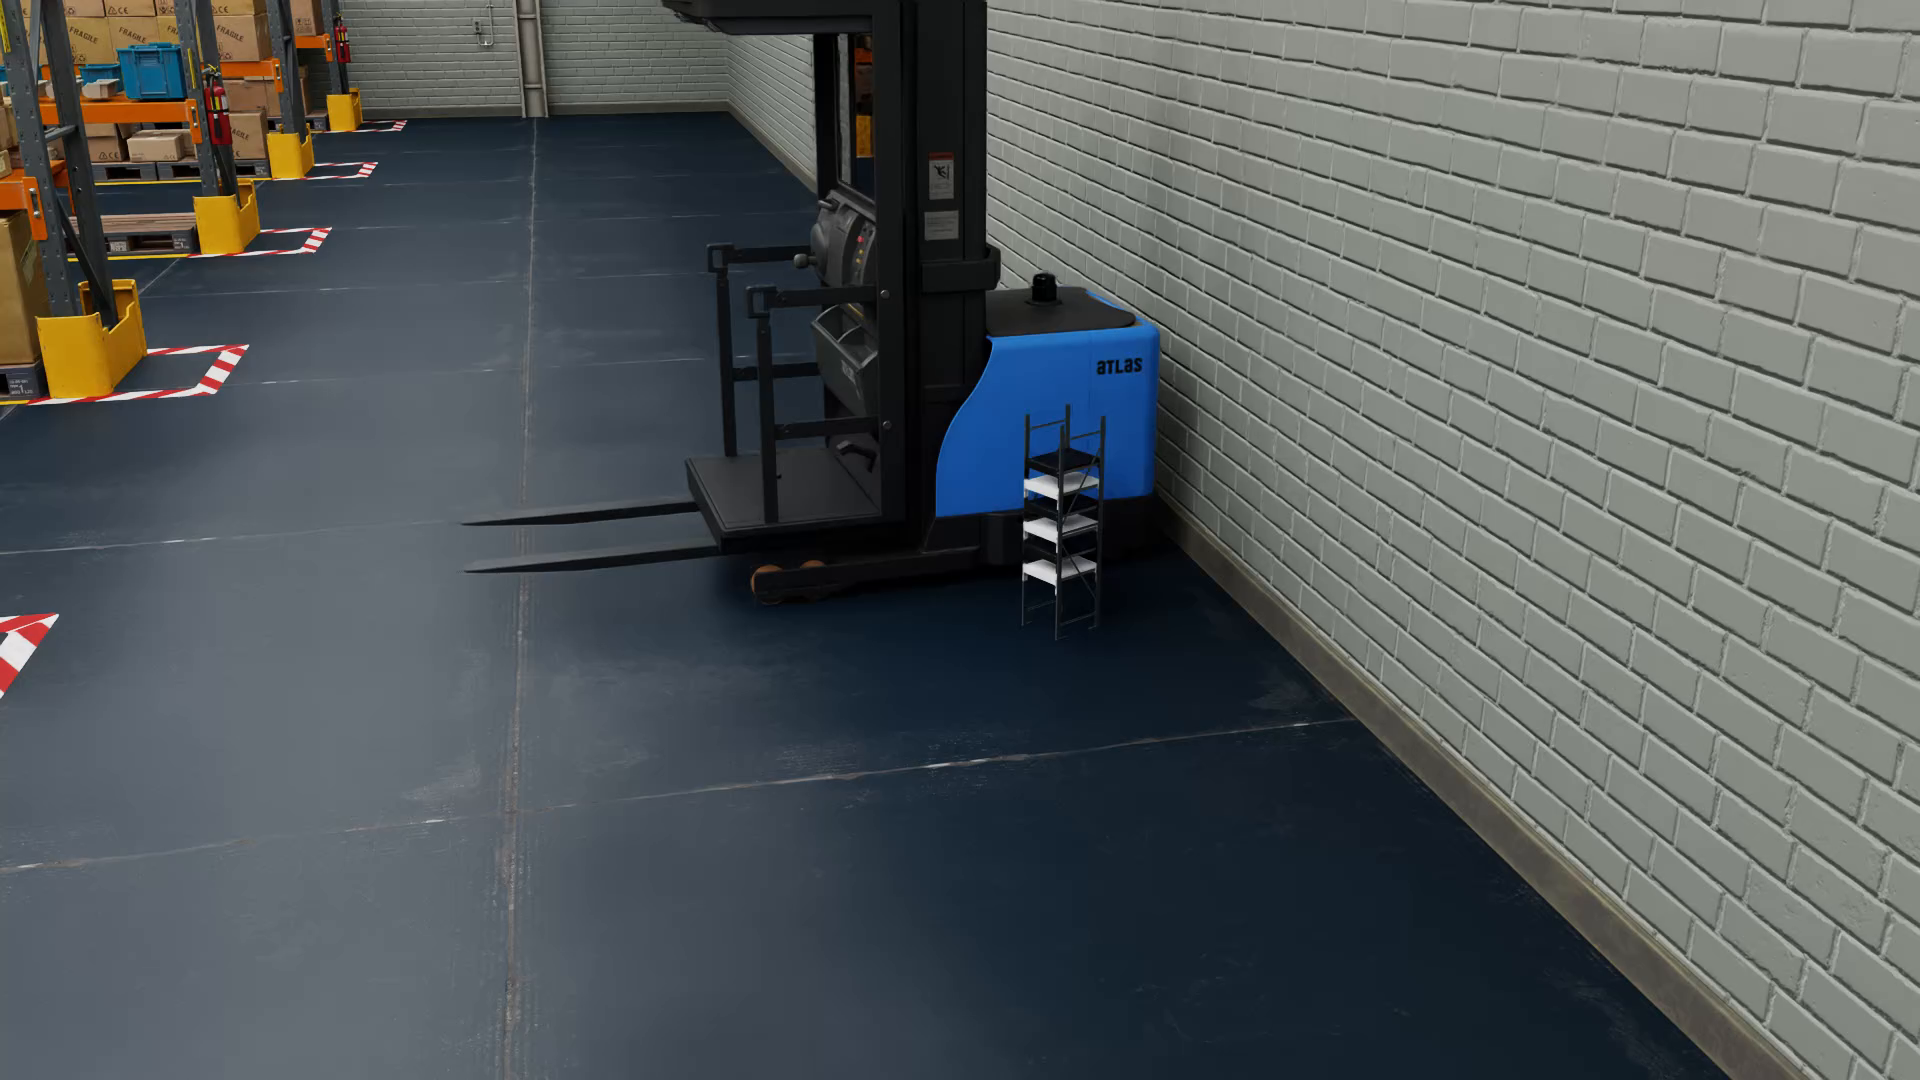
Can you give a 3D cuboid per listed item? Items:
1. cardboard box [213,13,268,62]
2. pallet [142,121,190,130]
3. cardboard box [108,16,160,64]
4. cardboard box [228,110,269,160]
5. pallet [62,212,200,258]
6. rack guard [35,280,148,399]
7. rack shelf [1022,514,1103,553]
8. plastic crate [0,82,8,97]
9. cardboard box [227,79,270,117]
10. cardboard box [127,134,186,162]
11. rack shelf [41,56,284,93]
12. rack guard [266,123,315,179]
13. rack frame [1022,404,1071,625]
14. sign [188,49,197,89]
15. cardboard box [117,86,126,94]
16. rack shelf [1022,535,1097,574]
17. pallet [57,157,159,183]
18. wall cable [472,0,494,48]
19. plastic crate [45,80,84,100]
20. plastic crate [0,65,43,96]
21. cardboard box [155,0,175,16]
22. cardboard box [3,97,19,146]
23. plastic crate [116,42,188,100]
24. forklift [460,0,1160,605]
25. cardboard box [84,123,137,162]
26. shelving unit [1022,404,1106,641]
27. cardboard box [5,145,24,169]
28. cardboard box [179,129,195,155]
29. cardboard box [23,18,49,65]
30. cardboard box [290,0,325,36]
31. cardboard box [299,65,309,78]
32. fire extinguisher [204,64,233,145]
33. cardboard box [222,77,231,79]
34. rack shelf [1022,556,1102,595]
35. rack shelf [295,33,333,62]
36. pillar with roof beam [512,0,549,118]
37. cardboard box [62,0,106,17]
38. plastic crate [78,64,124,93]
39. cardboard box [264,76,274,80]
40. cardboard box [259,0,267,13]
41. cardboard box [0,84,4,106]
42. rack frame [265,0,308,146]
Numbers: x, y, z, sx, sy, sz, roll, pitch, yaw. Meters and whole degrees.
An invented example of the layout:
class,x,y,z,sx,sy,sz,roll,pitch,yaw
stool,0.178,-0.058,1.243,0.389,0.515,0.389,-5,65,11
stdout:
class,x,y,z,sx,sy,sz,roll,pitch,yaw
cardboard box,-8.211,-5.710,18.896,0.500,0.500,0.500,-4,20,-11
pallet,-10.926,-5.953,23.760,1.213,0.211,1.003,-5,21,-12
cardboard box,-9.202,-5.630,18.678,0.500,0.500,0.500,-4,21,-12
cardboard box,-8.310,-4.697,19.271,0.500,0.500,0.500,-5,21,-12
pallet,-7.513,-2.770,15.069,1.213,0.211,1.003,-5,21,-12
rack guard,-5.538,-1.302,10.641,0.348,0.500,1.175,-5,21,-12
rack shelf,0.414,-0.038,6.708,0.258,0.077,0.200,-16,25,-37
plastic crate,-8.288,-3.833,14.212,0.250,0.136,0.298,-5,21,-12
cardboard box,-10.126,-6.342,23.792,0.500,0.500,0.700,-5,21,-13
cardboard box,-9.241,-4.515,19.136,0.500,0.250,0.500,-5,21,-12
rack shelf,-9.784,-5.294,18.951,4.000,0.370,1.077,-5,21,-12
rack guard,-7.912,-4.610,19.673,0.348,0.500,1.175,-5,21,-12
rack frame,0.350,-0.097,6.770,0.240,0.900,0.006,-16,25,-37
sign,-6.559,-4.025,14.205,0.005,0.325,0.100,-5,21,-12
cardboard box,-11.633,-6.218,23.452,0.500,0.500,0.700,-5,21,-13
rack shelf,0.414,0.046,6.739,0.258,0.077,0.200,-16,25,-37
pallet,-9.872,-4.315,19.289,1.213,0.211,1.003,-5,21,-12
wall cable,-7.953,-8.343,24.751,1.851,1.984,0.084,-5,21,-12
plastic crate,-7.739,-3.892,14.376,0.243,0.136,0.396,-5,21,-12
plastic crate,-8.299,-4.067,14.713,0.300,0.233,0.416,-5,21,-12
cardboard box,-8.699,-6.139,18.612,0.500,0.500,0.500,-4,21,-11
cardboard box,-6.091,-2.595,10.324,0.500,0.250,0.500,-5,21,-14
plastic crate,-6.984,-4.087,14.472,0.499,0.435,0.616,-5,21,-12
forklift,-0.686,-1.303,7.111,3.031,2.935,1.130,-6,21,-16
cardboard box,-9.903,-4.658,19.159,0.637,0.503,0.797,-5,21,-12
shelving unit,0.414,-0.070,6.696,0.258,0.900,0.210,-16,25,-37
cardboard box,-5.983,-2.438,10.474,0.250,0.149,0.380,-4,21,-12
cardboard box,-8.919,-4.718,19.690,0.500,0.250,0.500,-5,21,-12
cardboard box,-10.187,-5.550,18.458,0.500,0.500,0.500,-5,21,-13
cardboard box,-9.475,-7.545,23.614,0.700,0.700,0.980,-4,20,-10
cardboard box,-9.564,-6.764,23.998,0.250,0.149,0.380,-5,21,-12
fire extinguisher,-6.450,-3.780,14.427,0.183,0.674,0.296,-5,21,-12
cardboard box,-10.548,-6.683,23.779,0.250,0.149,0.380,-4,21,-12
rack shelf,0.414,0.131,6.770,0.258,0.077,0.200,-16,25,-37
rack shelf,-10.927,-6.951,23.476,4.000,0.370,1.077,-5,21,-12
pillar with roof beam,-5.562,-9.327,20.193,0.400,9.000,9.100,-5,21,-12
cardboard box,-9.702,-6.055,18.385,0.500,0.500,0.500,-4,20,-11
plastic crate,-7.658,-4.119,14.856,0.300,0.233,0.416,-5,21,-12
cardboard box,-9.722,-6.616,23.594,0.250,0.149,0.380,-5,21,-13
cardboard box,-8.330,-6.359,19.215,0.500,0.500,0.500,-4,20,-11
cardboard box,-5.975,-2.768,9.706,0.500,0.500,0.500,-4,21,-12
rack frame,-7.838,-5.790,19.259,0.127,3.000,1.000,-5,21,-12
